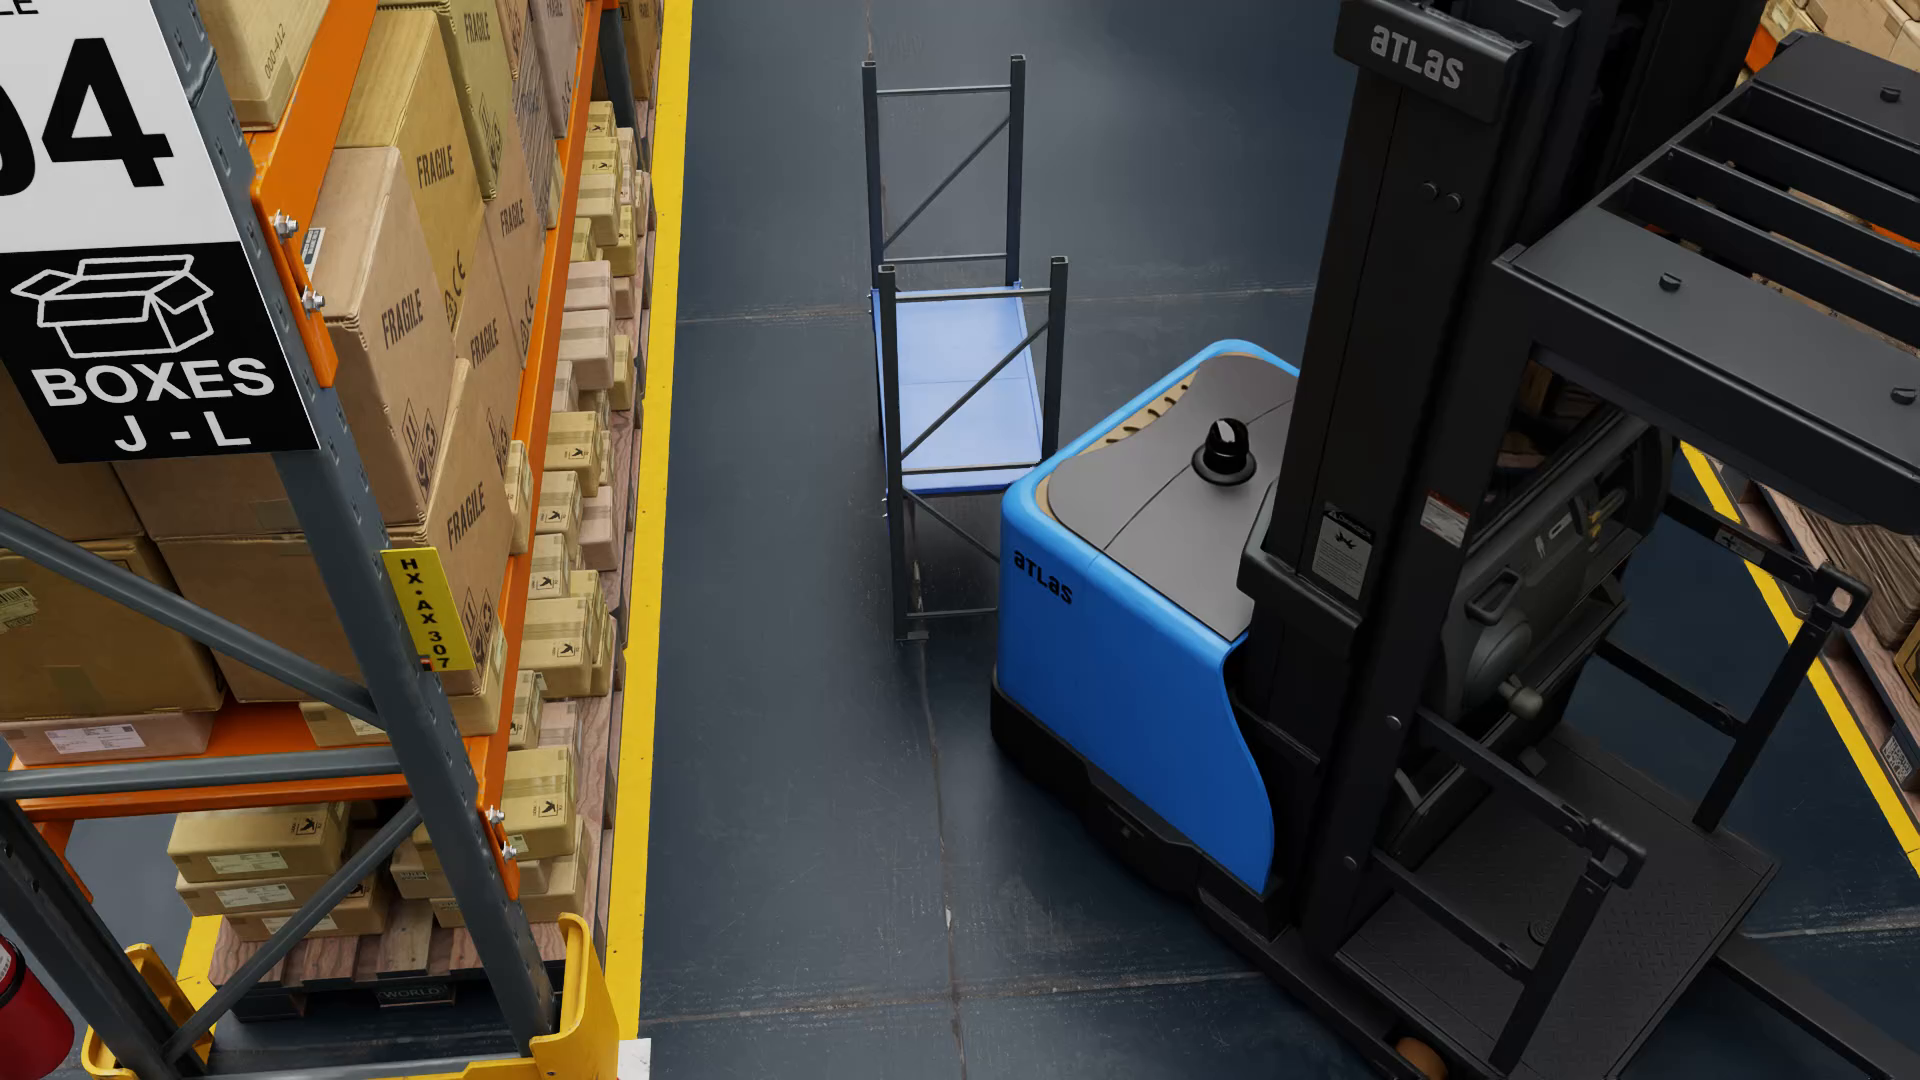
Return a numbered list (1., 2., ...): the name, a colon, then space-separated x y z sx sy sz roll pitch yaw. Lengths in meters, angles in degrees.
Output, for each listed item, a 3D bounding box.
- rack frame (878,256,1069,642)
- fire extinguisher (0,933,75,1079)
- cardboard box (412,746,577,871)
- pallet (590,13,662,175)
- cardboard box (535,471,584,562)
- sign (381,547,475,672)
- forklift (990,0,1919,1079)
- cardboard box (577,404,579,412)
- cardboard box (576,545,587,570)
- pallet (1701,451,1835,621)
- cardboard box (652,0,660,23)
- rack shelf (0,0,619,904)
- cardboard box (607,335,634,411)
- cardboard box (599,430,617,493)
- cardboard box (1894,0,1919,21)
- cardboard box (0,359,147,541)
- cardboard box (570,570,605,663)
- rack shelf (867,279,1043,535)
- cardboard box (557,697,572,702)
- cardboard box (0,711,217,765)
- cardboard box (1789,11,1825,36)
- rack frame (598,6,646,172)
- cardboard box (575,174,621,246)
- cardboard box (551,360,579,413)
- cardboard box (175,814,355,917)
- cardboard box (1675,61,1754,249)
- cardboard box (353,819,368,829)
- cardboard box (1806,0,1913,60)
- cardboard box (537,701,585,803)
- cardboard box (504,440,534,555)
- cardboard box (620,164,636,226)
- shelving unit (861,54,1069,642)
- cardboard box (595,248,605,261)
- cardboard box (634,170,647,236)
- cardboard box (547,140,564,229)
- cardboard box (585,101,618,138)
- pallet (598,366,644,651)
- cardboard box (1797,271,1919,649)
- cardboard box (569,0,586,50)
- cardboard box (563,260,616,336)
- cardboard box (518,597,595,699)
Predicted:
1. rack frame: 0.035 -0.210 4.916 0.500 1.500 0.032 -3 47 -3
2. fire extinguisher: -1.928 0.824 3.213 0.296 0.674 0.183 -3 47 -3
3. cardboard box: -1.195 0.691 4.294 0.380 0.149 0.250 -5 47 -5
4. pallet: -1.891 -2.039 7.536 1.003 0.211 1.213 -3 47 -3
5. cardboard box: -1.348 -0.067 5.012 0.380 0.149 0.250 -2 47 -2
6. sign: -0.949 0.129 2.966 0.100 0.325 0.005 -3 47 -3
7. forklift: 1.483 0.128 3.610 1.130 2.935 3.031 -35 56 -29
8. cardboard box: -1.460 -0.343 5.479 0.380 0.149 0.250 -1 47 -1
9. cardboard box: -1.374 0.163 5.204 0.380 0.149 0.250 -3 47 -3
10. pallet: 3.217 -0.265 5.855 1.003 0.211 1.213 -3 47 -3
11. cardboard box: -1.668 -2.653 7.629 0.500 0.500 0.500 -2 47 -1
12. rack shelf: -1.657 -0.740 4.881 1.077 0.370 4.000 -3 47 -3
13. cardboard box: -1.365 -0.587 5.914 0.380 0.149 0.250 -4 47 -3
14. cardboard box: -1.357 -0.222 5.568 0.380 0.149 0.250 -3 47 -3
15. cardboard box: 2.994 -1.877 4.843 0.500 0.500 0.500 -5 47 -5
16. cardboard box: -1.776 -0.337 3.041 0.500 0.500 0.500 -4 47 -4
17. cardboard box: -1.266 0.233 4.933 0.380 0.149 0.250 -2 47 -2
18. rack shelf: -0.007 -0.454 5.395 0.538 0.185 1.000 -3 47 -3
19. cardboard box: -1.346 0.533 4.853 0.380 0.149 0.250 -3 47 -3
20. cardboard box: -1.799 0.327 3.547 0.380 0.149 0.250 -3 47 -3
21. cardboard box: 2.910 -1.587 5.360 0.380 0.149 0.250 -4 47 -4
22. rack frame: -1.824 -2.435 5.990 1.000 3.000 0.127 -3 47 -3
23. cardboard box: -1.446 -1.200 6.085 0.380 0.149 0.250 -4 47 -4
24. cardboard box: -1.441 -0.436 5.362 0.380 0.149 0.250 -3 47 -3
25. cardboard box: -1.818 0.828 4.369 0.380 0.149 0.250 -5 47 -4
26. cardboard box: 3.102 -1.594 6.368 0.875 0.875 0.875 -3 47 -3
27. cardboard box: -1.864 0.747 4.651 0.380 0.149 0.250 -2 47 -2
28. cardboard box: 2.990 -1.623 5.120 0.500 0.250 0.500 -2 47 -2
29. cardboard box: -1.244 0.597 4.588 0.380 0.149 0.250 -4 47 -3
30. cardboard box: -1.222 -0.088 3.941 0.380 0.149 0.250 -5 47 -4
31. cardboard box: -1.446 -1.298 6.382 0.380 0.149 0.250 -6 47 -5
32. shelving unit: -0.007 -0.577 5.264 0.538 1.500 1.048 -3 47 -3
33. cardboard box: -1.483 -0.917 6.022 0.380 0.149 0.250 -3 47 -3
34. cardboard box: -1.452 -1.336 6.623 0.380 0.149 0.250 -3 47 -3
35. cardboard box: -1.365 -1.029 4.832 0.380 0.149 0.250 -3 47 -3
36. cardboard box: -1.535 -1.562 6.428 0.380 0.149 0.250 -2 47 -2
37. pallet: -1.628 -0.107 5.706 1.003 0.211 1.213 -3 47 -3
38. cardboard box: 3.252 -0.299 5.142 0.875 0.875 0.875 -3 47 -3
39. cardboard box: -1.460 -1.863 5.175 0.500 0.500 0.500 -5 47 -4
40. cardboard box: -1.388 -0.817 5.722 0.380 0.149 0.250 -6 47 -5
41. cardboard box: -1.231 0.309 4.656 0.380 0.149 0.250 -4 47 -3
